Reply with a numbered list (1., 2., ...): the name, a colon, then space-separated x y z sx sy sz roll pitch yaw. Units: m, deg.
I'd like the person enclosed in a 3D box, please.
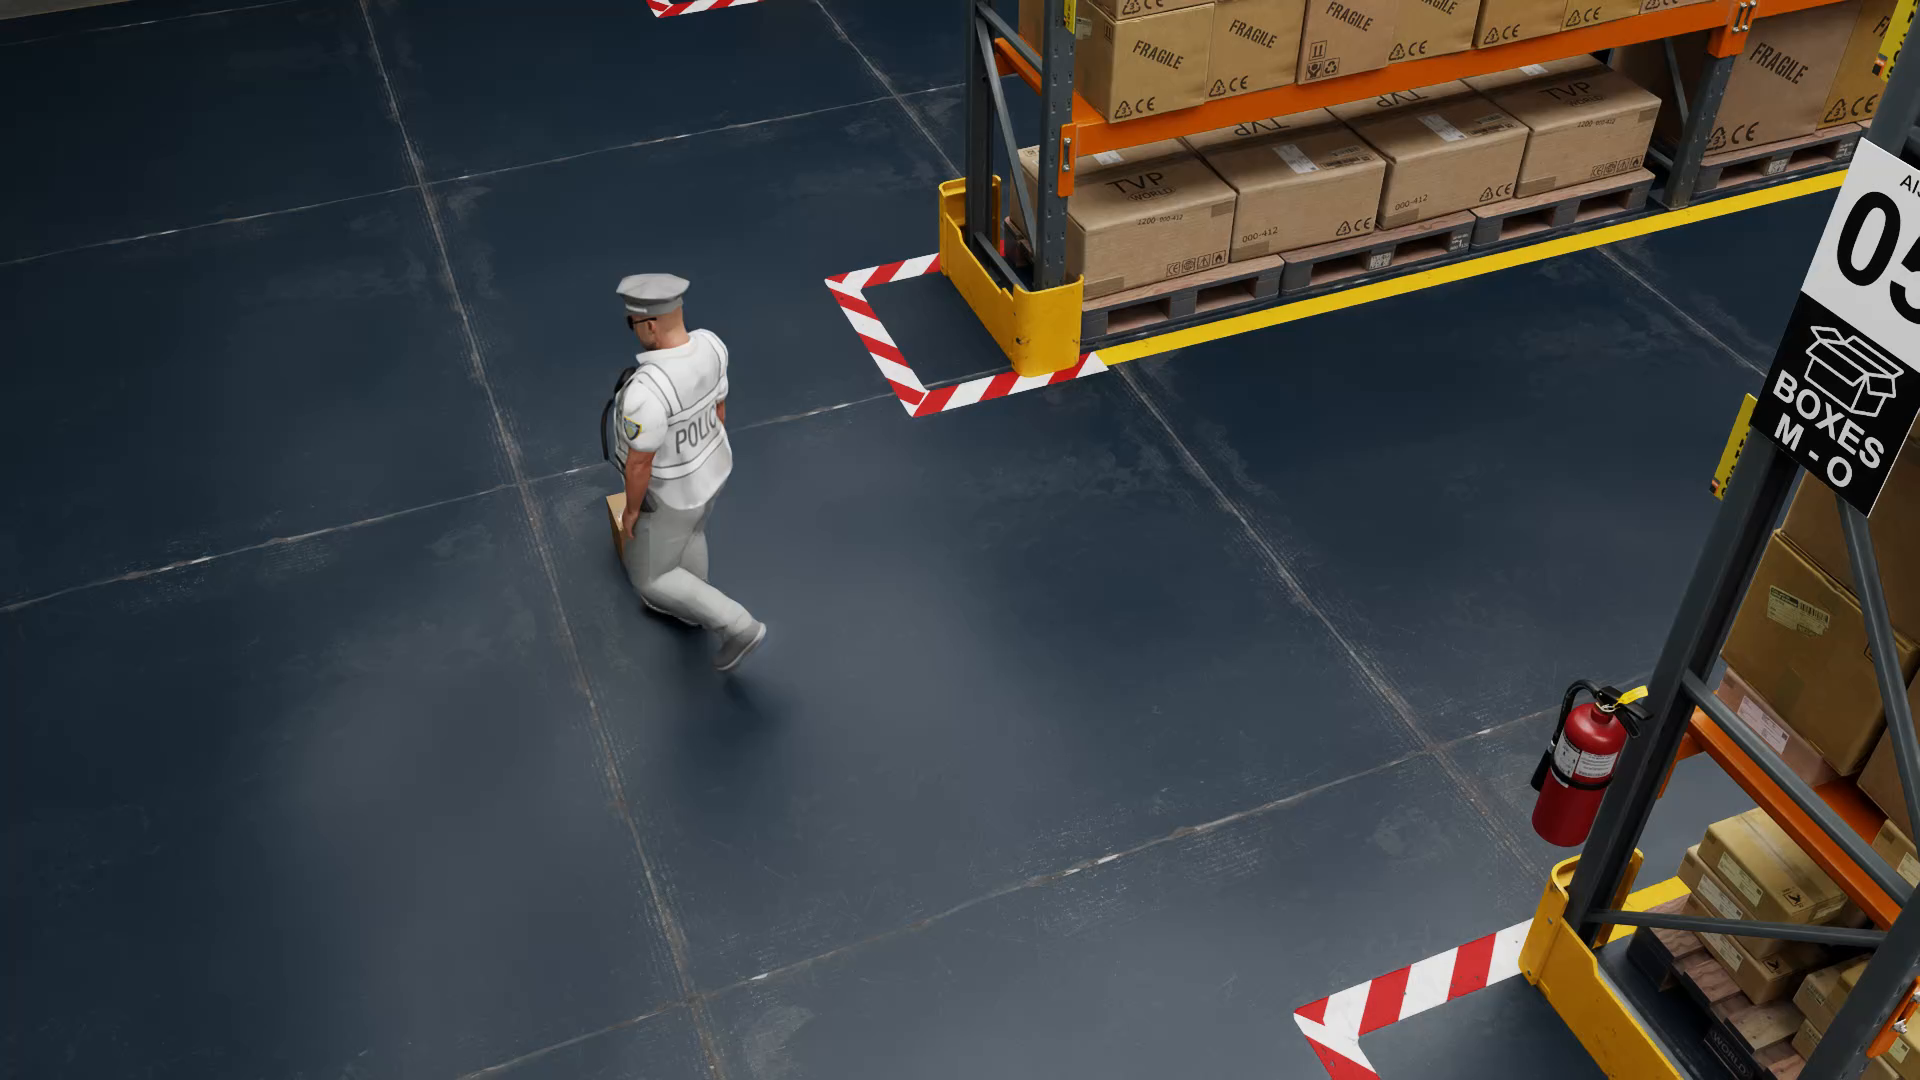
1. person: -1.074 -0.230 6.399 0.743 1.725 0.559 16 44 18
